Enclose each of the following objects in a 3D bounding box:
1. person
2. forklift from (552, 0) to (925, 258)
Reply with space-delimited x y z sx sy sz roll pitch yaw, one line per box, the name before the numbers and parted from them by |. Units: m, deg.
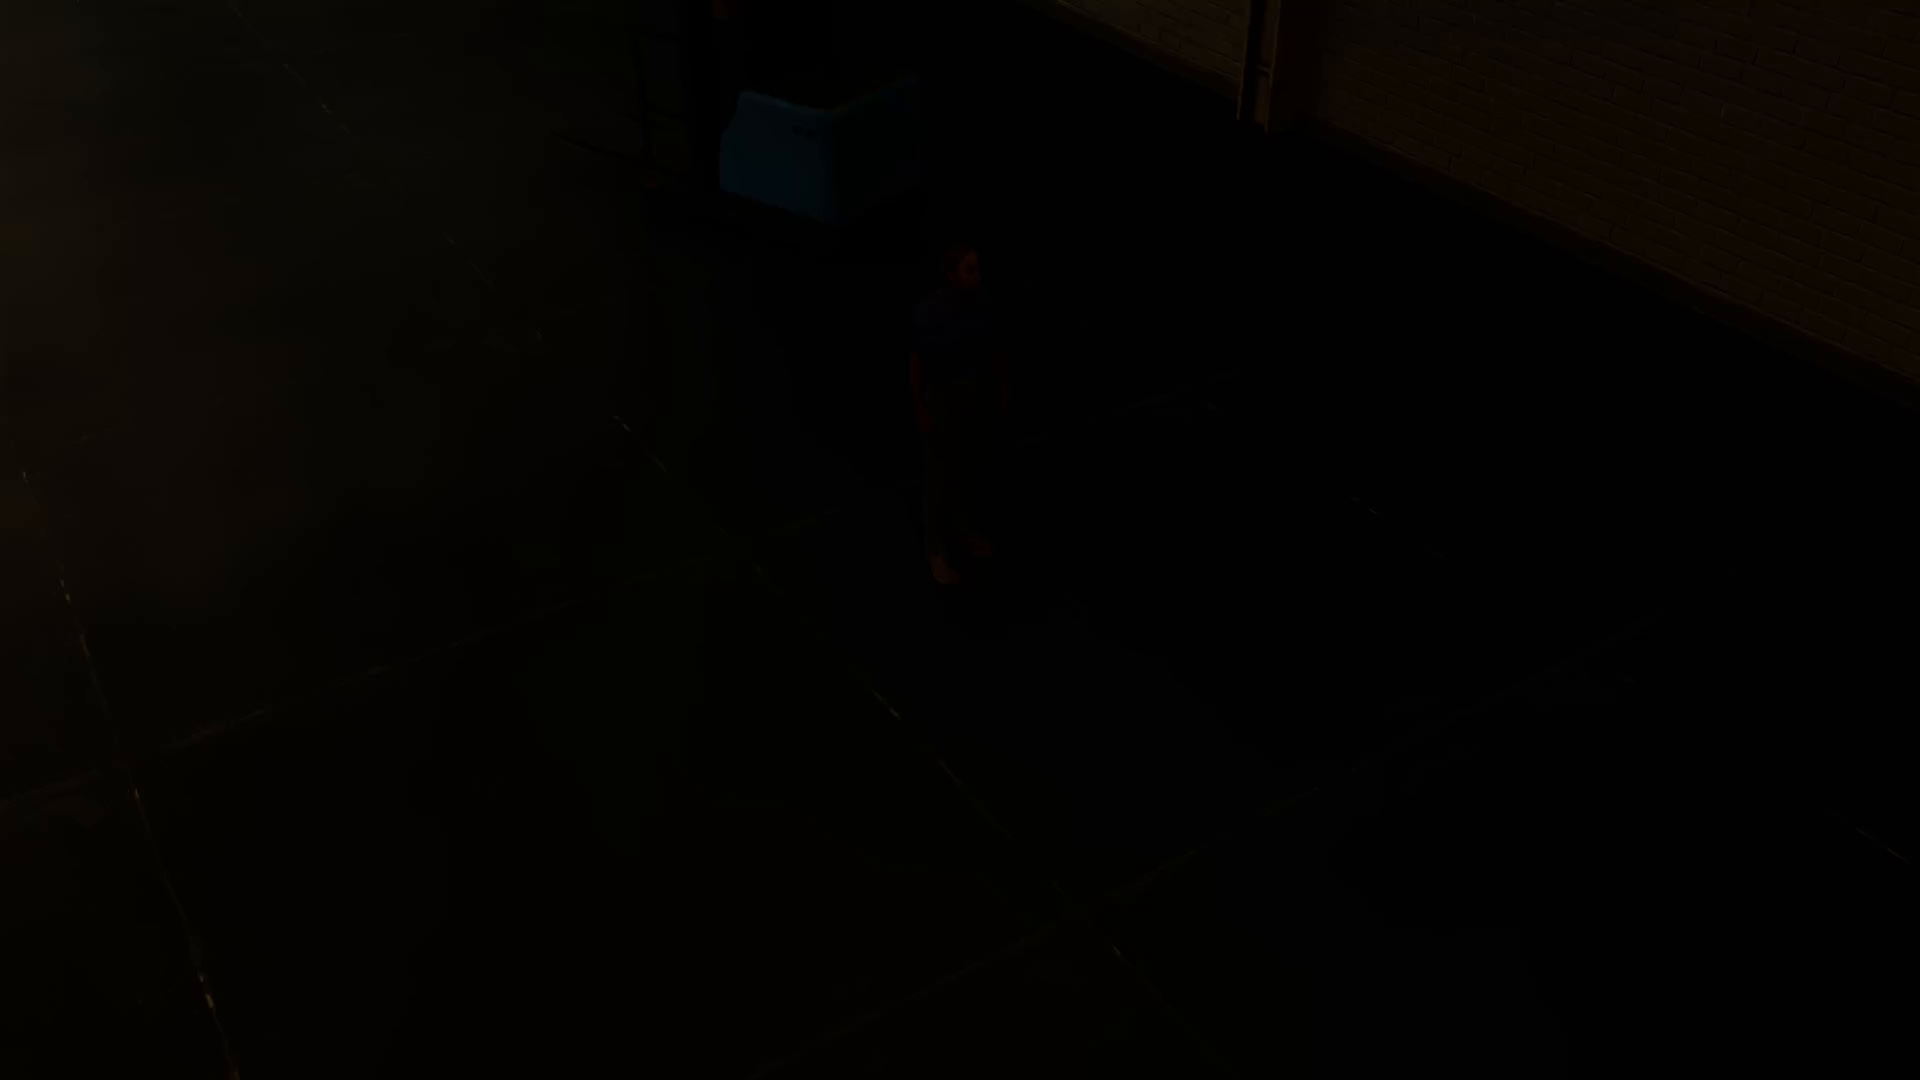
person | 0.032 -0.634 8.148 0.570 1.654 0.503 -21 40 -27
forklift | -1.736 -3.802 11.558 3.031 2.935 1.130 23 41 29
